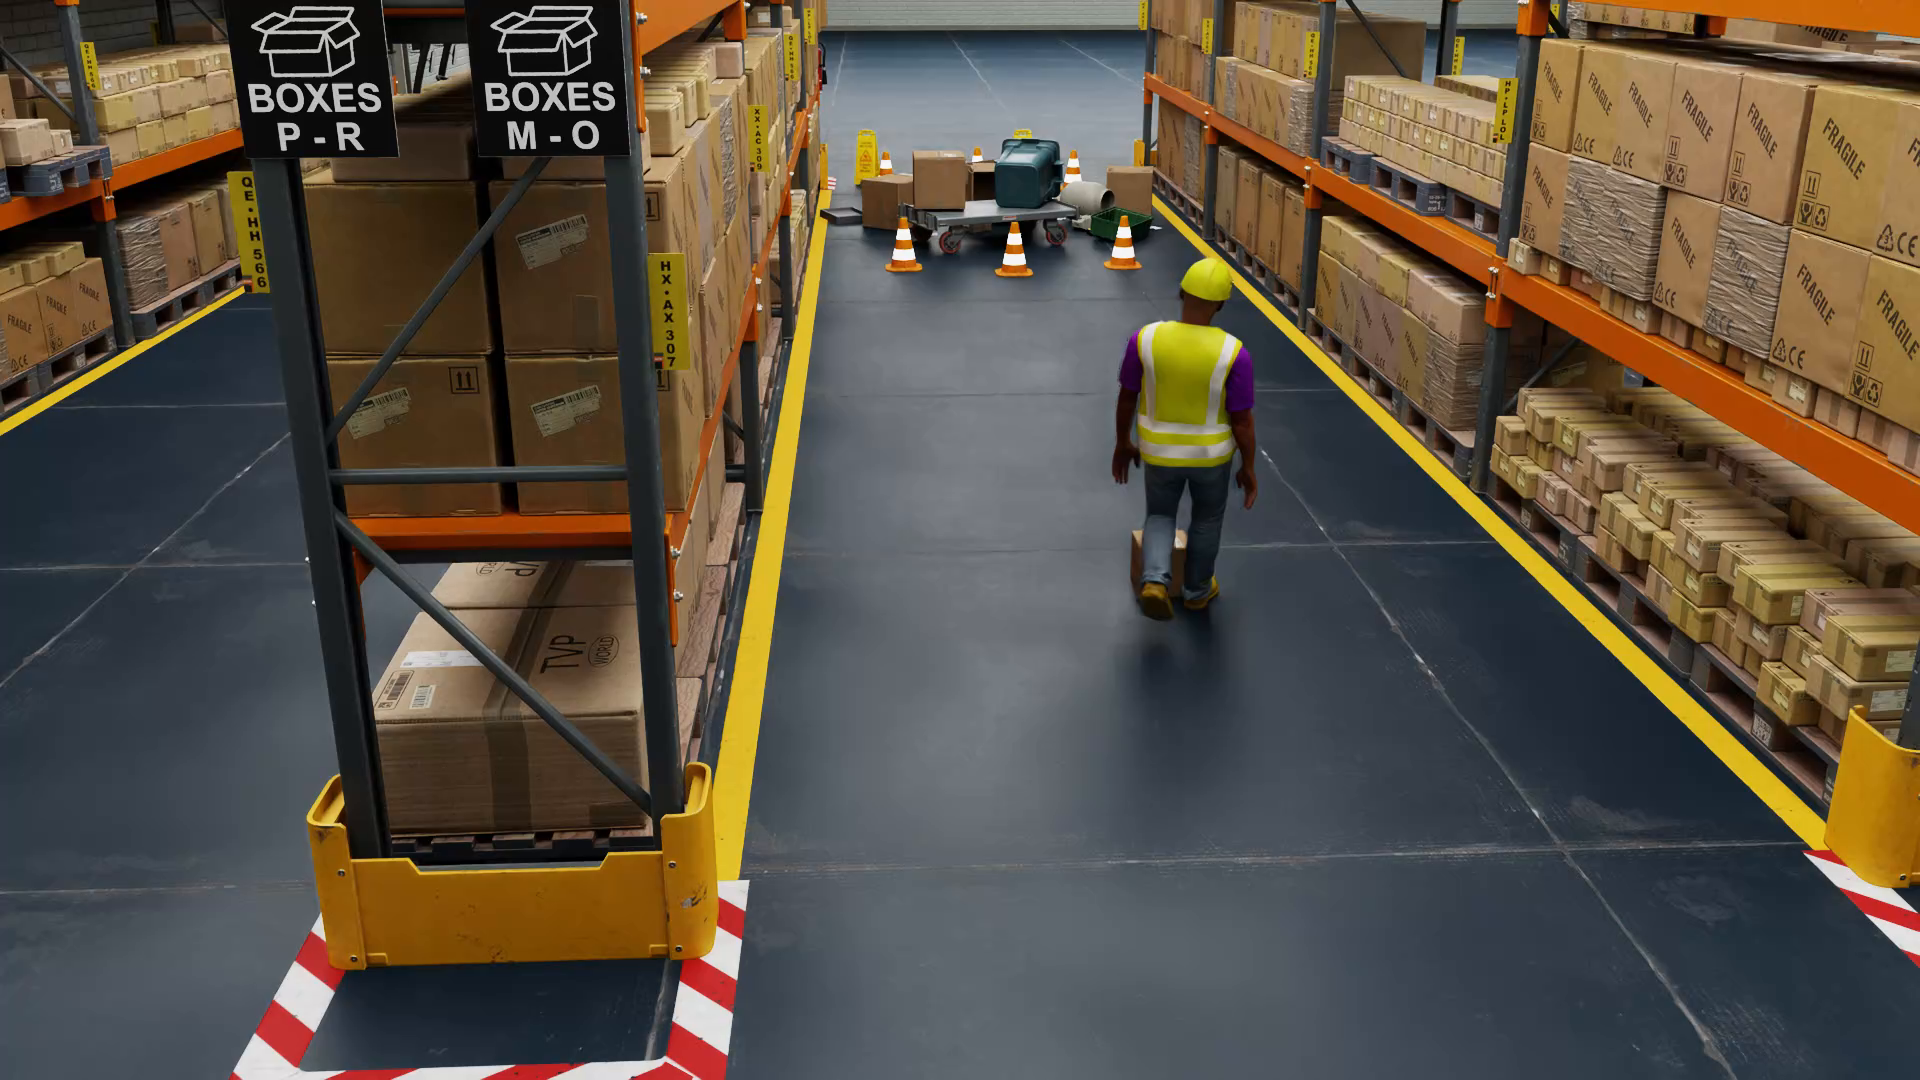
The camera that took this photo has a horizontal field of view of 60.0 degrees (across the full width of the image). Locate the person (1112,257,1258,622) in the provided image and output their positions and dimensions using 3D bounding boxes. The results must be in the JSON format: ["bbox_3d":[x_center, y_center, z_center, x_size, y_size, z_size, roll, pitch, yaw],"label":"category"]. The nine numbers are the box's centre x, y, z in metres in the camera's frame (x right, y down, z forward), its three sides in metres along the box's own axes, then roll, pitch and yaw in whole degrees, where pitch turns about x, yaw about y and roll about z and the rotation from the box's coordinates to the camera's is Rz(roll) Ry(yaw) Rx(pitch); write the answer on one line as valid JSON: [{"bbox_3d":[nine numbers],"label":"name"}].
[{"bbox_3d":[1.010,-0.430,7.301,0.641,1.701,0.837,6,21,16],"label":"person"}]
